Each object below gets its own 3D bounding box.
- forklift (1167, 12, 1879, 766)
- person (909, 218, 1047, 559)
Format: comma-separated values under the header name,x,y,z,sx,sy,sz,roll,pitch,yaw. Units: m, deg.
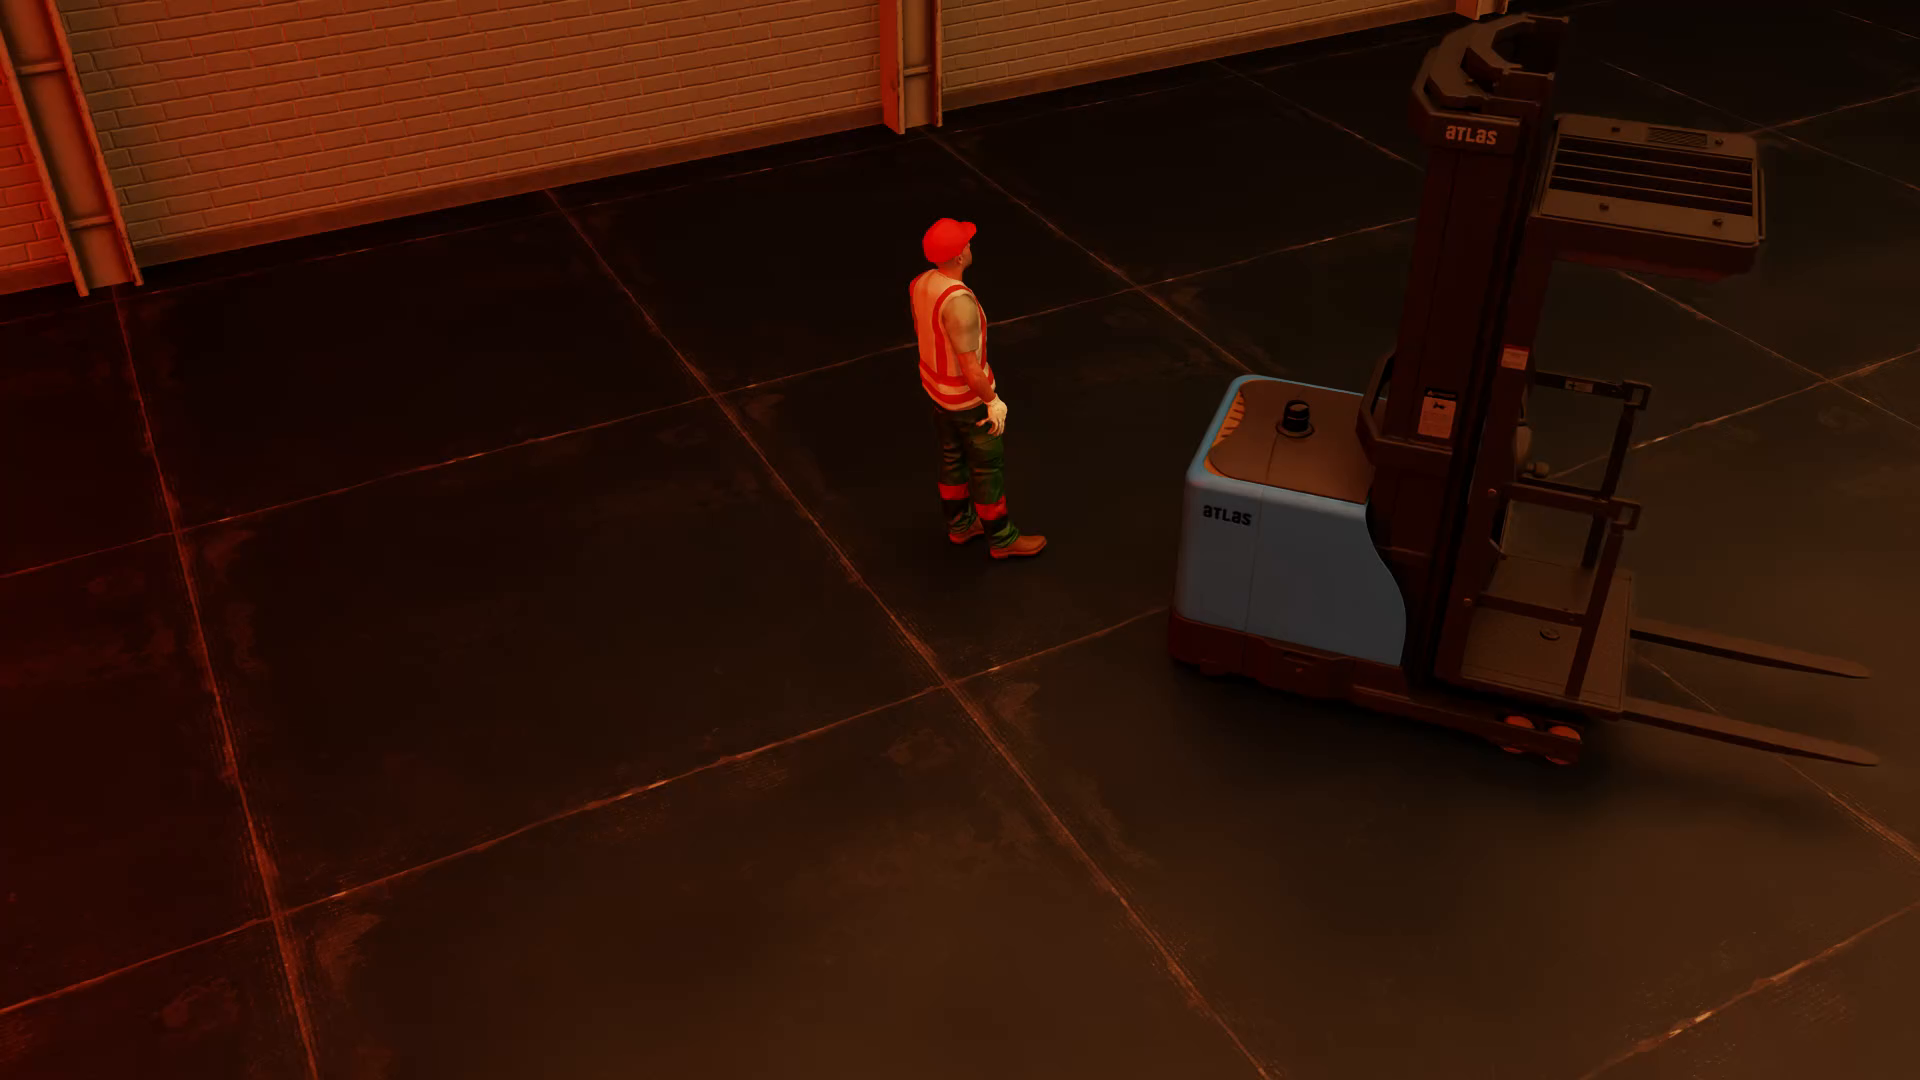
name,x,y,z,sx,sy,sz,roll,pitch,yaw
forklift,2.543,-0.565,6.923,3.031,2.935,1.130,12,37,17
person,0.076,-0.752,8.164,0.564,1.787,0.638,-17,39,-23
